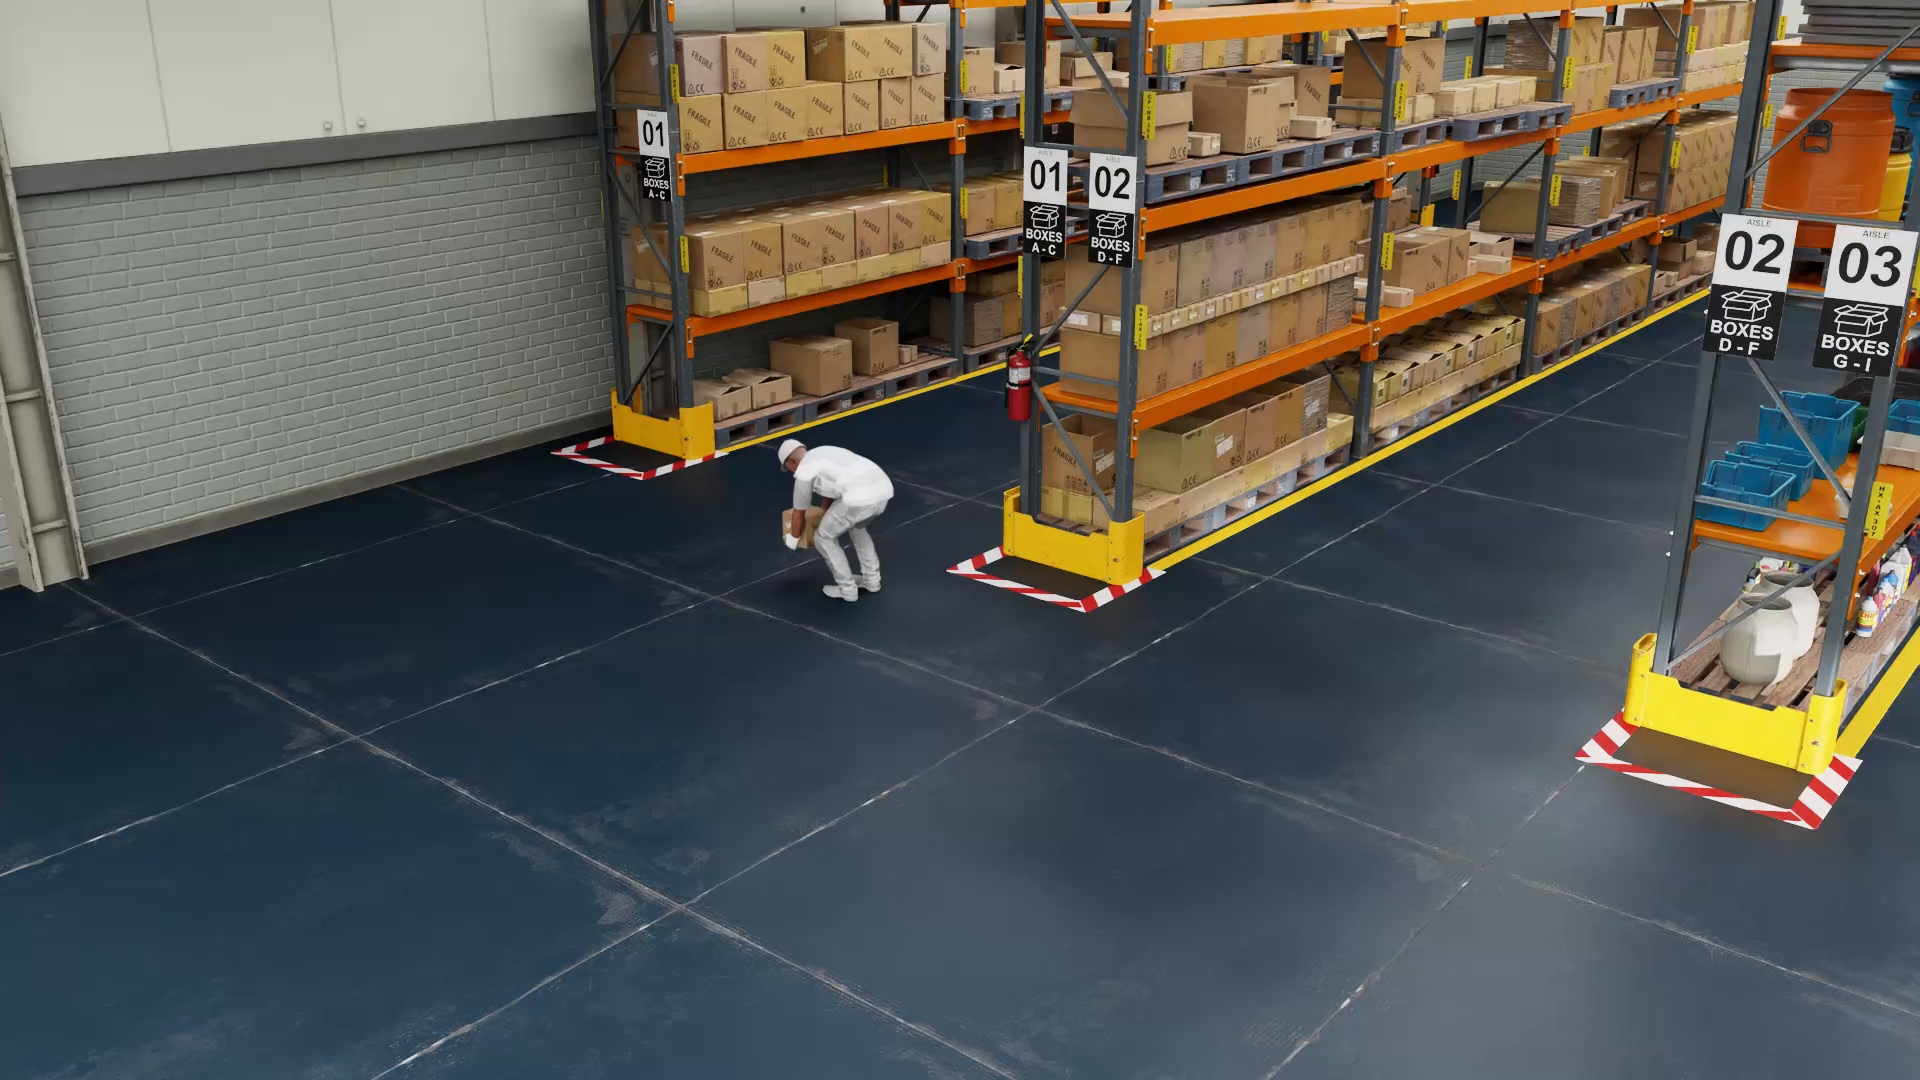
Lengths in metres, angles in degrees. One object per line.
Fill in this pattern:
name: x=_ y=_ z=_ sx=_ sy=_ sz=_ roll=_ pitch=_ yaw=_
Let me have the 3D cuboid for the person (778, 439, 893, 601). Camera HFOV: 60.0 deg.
person: x=-0.964 y=-0.163 z=12.483 sx=0.958 sy=1.103 sz=0.534 roll=14 pitch=24 yaw=34
